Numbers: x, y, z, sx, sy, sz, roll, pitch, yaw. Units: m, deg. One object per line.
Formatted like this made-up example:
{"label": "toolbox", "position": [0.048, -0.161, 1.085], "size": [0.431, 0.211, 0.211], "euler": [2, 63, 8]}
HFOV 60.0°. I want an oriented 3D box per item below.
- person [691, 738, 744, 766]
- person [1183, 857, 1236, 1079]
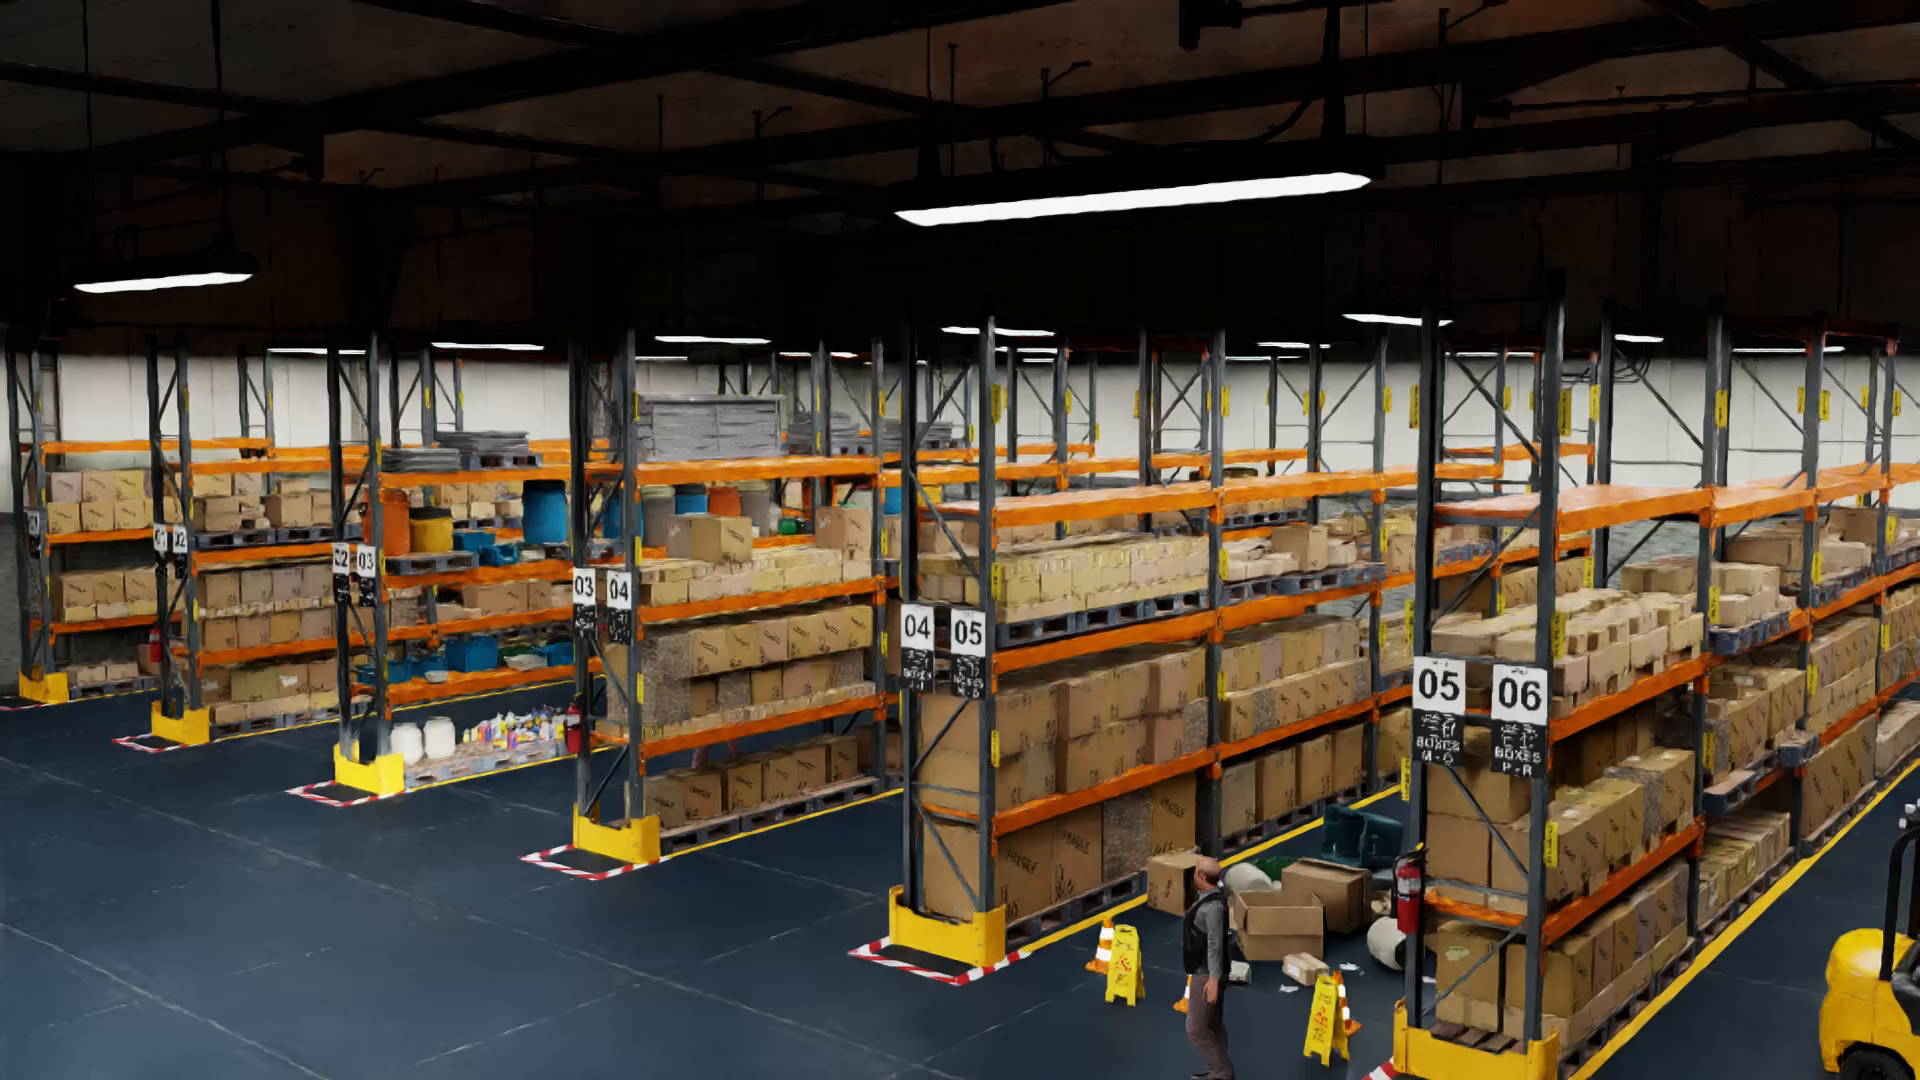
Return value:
{"label": "person", "position": [-3.161, 2.410, 21.557], "size": [0.452, 1.585, 1.098], "euler": [5, 7, 41]}
{"label": "person", "position": [1.840, 3.198, 12.262], "size": [0.394, 1.714, 0.624], "euler": [1, 5, 8]}
